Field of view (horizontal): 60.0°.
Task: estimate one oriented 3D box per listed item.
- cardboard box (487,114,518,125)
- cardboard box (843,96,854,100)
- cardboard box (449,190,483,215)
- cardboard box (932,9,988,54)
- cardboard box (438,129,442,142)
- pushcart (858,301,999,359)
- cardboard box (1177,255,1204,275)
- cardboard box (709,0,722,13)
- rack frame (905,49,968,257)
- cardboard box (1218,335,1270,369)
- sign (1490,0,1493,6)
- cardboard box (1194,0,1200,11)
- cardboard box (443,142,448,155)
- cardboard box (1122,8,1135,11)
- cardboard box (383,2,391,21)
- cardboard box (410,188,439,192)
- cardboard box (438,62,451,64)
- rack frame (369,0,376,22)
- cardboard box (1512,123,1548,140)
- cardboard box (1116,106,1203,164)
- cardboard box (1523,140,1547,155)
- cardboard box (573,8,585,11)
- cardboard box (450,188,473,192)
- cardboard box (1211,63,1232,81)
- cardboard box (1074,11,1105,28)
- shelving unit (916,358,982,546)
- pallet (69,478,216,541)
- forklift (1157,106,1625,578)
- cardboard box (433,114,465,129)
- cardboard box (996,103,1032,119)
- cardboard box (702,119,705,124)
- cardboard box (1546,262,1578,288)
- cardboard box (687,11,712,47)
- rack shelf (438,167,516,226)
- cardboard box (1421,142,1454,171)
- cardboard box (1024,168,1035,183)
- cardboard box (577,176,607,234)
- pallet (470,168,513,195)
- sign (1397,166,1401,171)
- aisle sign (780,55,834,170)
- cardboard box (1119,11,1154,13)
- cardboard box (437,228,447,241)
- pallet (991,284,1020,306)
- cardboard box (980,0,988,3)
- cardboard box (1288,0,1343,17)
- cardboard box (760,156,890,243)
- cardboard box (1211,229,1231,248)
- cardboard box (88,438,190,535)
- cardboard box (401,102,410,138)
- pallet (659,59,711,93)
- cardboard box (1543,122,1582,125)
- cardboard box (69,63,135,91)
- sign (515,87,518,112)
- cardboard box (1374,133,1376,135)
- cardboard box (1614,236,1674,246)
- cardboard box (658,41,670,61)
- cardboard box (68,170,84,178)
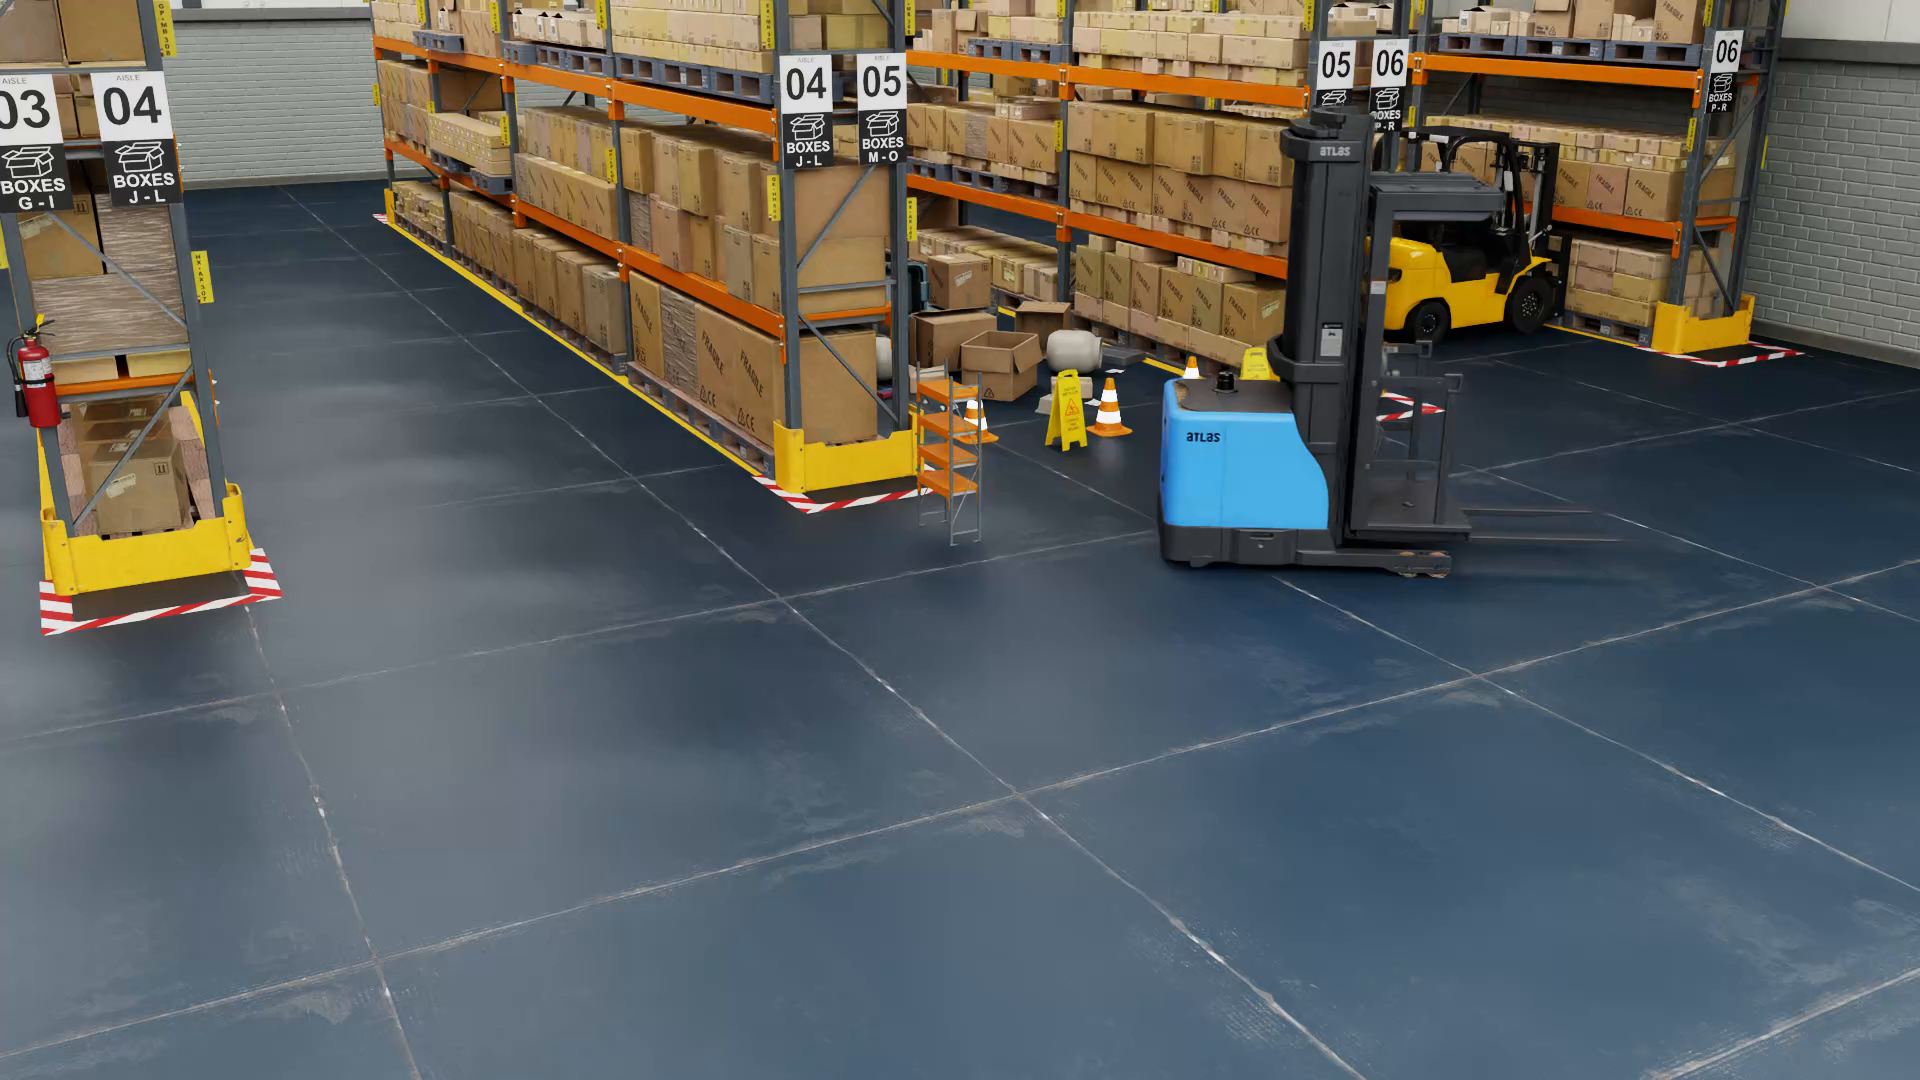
[{"bbox_3d":[-5.954,-5.480,21.742,0.380,0.149,0.250,-11,22,-28],"label":"cardboard box"},{"bbox_3d":[-1.315,-5.920,22.503,0.500,0.500,0.500,-10,21,-27],"label":"cardboard box"},{"bbox_3d":[-6.448,-4.473,22.036,0.500,0.250,0.500,-11,22,-29],"label":"cardboard box"},{"bbox_3d":[0.083,-6.194,20.232,0.700,0.500,0.500,-10,21,-27],"label":"cardboard box"},{"bbox_3d":[-6.536,-5.243,21.513,0.380,0.149,0.250,-9,21,-25],"label":"cardboard box"},{"bbox_3d":[-0.442,-2.247,17.566,0.936,0.377,1.648,16,25,39],"label":"pushcart"},{"bbox_3d":[2.357,-2.699,16.282,0.380,0.149,0.250,-9,21,-24],"label":"cardboard box"},{"bbox_3d":[-1.690,-4.096,12.670,0.380,0.149,0.250,-10,21,-26],"label":"cardboard box"},{"bbox_3d":[-0.358,-5.003,21.531,1.000,3.000,0.127,-10,21,-27],"label":"rack frame"},{"bbox_3d":[2.808,-1.802,15.827,0.500,0.250,0.500,-10,21,-27],"label":"cardboard box"},{"bbox_3d":[6.395,-6.410,20.098,0.100,0.325,0.005,-10,21,-27],"label":"sign"},{"bbox_3d":[3.553,-7.593,23.603,0.380,0.149,0.250,-11,22,-28],"label":"cardboard box"},{"bbox_3d":[-6.414,-5.027,21.343,0.380,0.149,0.250,-10,21,-26],"label":"cardboard box"},{"bbox_3d":[2.653,-7.881,24.862,0.380,0.149,0.250,-9,21,-25],"label":"cardboard box"},{"bbox_3d":[-8.008,-7.624,23.992,0.500,0.250,0.500,-10,21,-26],"label":"cardboard box"},{"bbox_3d":[-7.958,-5.140,24.744,0.380,0.149,0.250,-9,21,-25],"label":"cardboard box"},{"bbox_3d":[-7.534,-6.778,24.533,0.500,0.500,0.500,-9,21,-24],"label":"cardboard box"},{"bbox_3d":[-8.466,-9.339,24.901,1.000,3.000,0.127,-10,21,-27],"label":"rack frame"},{"bbox_3d":[6.479,-4.624,18.829,0.380,0.149,0.250,-10,21,-27],"label":"cardboard box"},{"bbox_3d":[1.997,-4.057,16.647,0.700,0.500,0.500,-11,22,-28],"label":"cardboard box"},{"bbox_3d":[6.544,-4.399,18.633,0.380,0.149,0.250,-10,22,-28],"label":"cardboard box"},{"bbox_3d":[-3.906,-5.575,17.930,0.500,0.311,0.500,-10,21,-27],"label":"cardboard box"},{"bbox_3d":[-7.416,-5.142,24.748,0.380,0.149,0.250,-11,22,-28],"label":"cardboard box"},{"bbox_3d":[2.560,-4.360,15.453,0.380,0.149,0.250,-10,21,-27],"label":"cardboard box"},{"bbox_3d":[1.403,-5.390,17.216,0.380,0.149,0.250,-10,22,-28],"label":"cardboard box"},{"bbox_3d":[-0.079,-0.615,11.573,0.258,1.200,0.503,-10,21,-27],"label":"shelving unit"},{"bbox_3d":[-5.672,-0.113,11.636,1.003,0.211,1.213,-10,21,-27],"label":"pallet"},{"bbox_3d":[2.889,-1.317,10.954,3.031,2.935,1.130,1,19,4],"label":"forklift"},{"bbox_3d":[-6.646,-5.453,21.664,0.380,0.149,0.250,-9,21,-25],"label":"cardboard box"},{"bbox_3d":[0.634,-4.916,19.031,0.380,0.149,0.250,-11,22,-29],"label":"cardboard box"},{"bbox_3d":[-3.917,-7.023,27.233,0.500,0.500,0.500,-10,22,-27],"label":"cardboard box"},{"bbox_3d":[6.809,-2.993,18.512,0.500,0.250,0.500,-11,22,-28],"label":"cardboard box"},{"bbox_3d":[-1.821,-4.029,13.087,0.500,0.250,0.500,-10,21,-27],"label":"cardboard box"},{"bbox_3d":[-5.616,-4.441,21.006,1.077,0.370,4.000,-10,21,-27],"label":"rack shelf"},{"bbox_3d":[5.889,-4.504,19.931,0.500,0.500,0.500,-11,22,-28],"label":"cardboard box"},{"bbox_3d":[0.944,-4.118,18.707,0.380,0.149,0.250,-11,22,-28],"label":"cardboard box"},{"bbox_3d":[-3.490,-3.359,16.615,0.500,0.500,0.500,-10,22,-27],"label":"cardboard box"},{"bbox_3d":[-5.099,-4.304,19.801,1.213,0.211,1.003,-10,21,-27],"label":"pallet"},{"bbox_3d":[3.918,-3.199,14.978,0.100,0.325,0.005,-10,21,-27],"label":"sign"},{"bbox_3d":[-1.098,-3.072,11.951,0.394,0.787,0.004,-10,21,-27],"label":"aisle sign"},{"bbox_3d":[1.884,-5.473,17.459,0.380,0.149,0.250,-9,21,-26],"label":"cardboard box"},{"bbox_3d":[-7.052,-4.266,23.122,0.380,0.149,0.250,-10,21,-26],"label":"cardboard box"},{"bbox_3d":[0.587,-3.110,20.321,1.003,0.211,1.213,-10,21,-27],"label":"pallet"},{"bbox_3d":[0.675,-9.336,28.497,0.500,0.250,0.500,-10,22,-27],"label":"cardboard box"},{"bbox_3d":[4.621,-6.946,21.613,0.500,0.500,0.500,-9,21,-25],"label":"cardboard box"},{"bbox_3d":[-1.010,-2.604,12.695,0.875,0.550,0.550,-10,21,-27],"label":"cardboard box"},{"bbox_3d":[2.605,-2.863,15.716,0.380,0.149,0.250,-10,21,-26],"label":"cardboard box"},{"bbox_3d":[-5.563,-0.370,11.293,0.500,0.500,0.500,-6,20,-17],"label":"cardboard box"},{"bbox_3d":[-7.750,-6.082,24.049,0.500,0.500,0.500,-11,22,-28],"label":"cardboard box"},{"bbox_3d":[-1.813,-3.848,13.723,1.003,0.211,1.213,-10,21,-27],"label":"pallet"},{"bbox_3d":[6.905,-4.701,19.054,0.380,0.149,0.250,-10,22,-27],"label":"cardboard box"},{"bbox_3d":[-5.475,-2.964,10.644,0.380,0.149,0.250,-10,22,-28],"label":"cardboard box"},{"bbox_3d":[-6.079,-5.989,22.615,0.100,0.325,0.005,-10,21,-27],"label":"sign"},{"bbox_3d":[5.342,-5.192,20.930,0.380,0.149,0.250,-10,21,-27],"label":"cardboard box"},{"bbox_3d":[7.505,-3.158,18.222,0.500,0.250,0.500,-10,21,-27],"label":"cardboard box"},{"bbox_3d":[-2.287,-4.081,13.850,0.380,0.149,0.250,-10,21,-27],"label":"cardboard box"},{"bbox_3d":[-6.237,-2.238,11.376,0.500,0.500,0.500,-10,21,-27],"label":"cardboard box"}]
